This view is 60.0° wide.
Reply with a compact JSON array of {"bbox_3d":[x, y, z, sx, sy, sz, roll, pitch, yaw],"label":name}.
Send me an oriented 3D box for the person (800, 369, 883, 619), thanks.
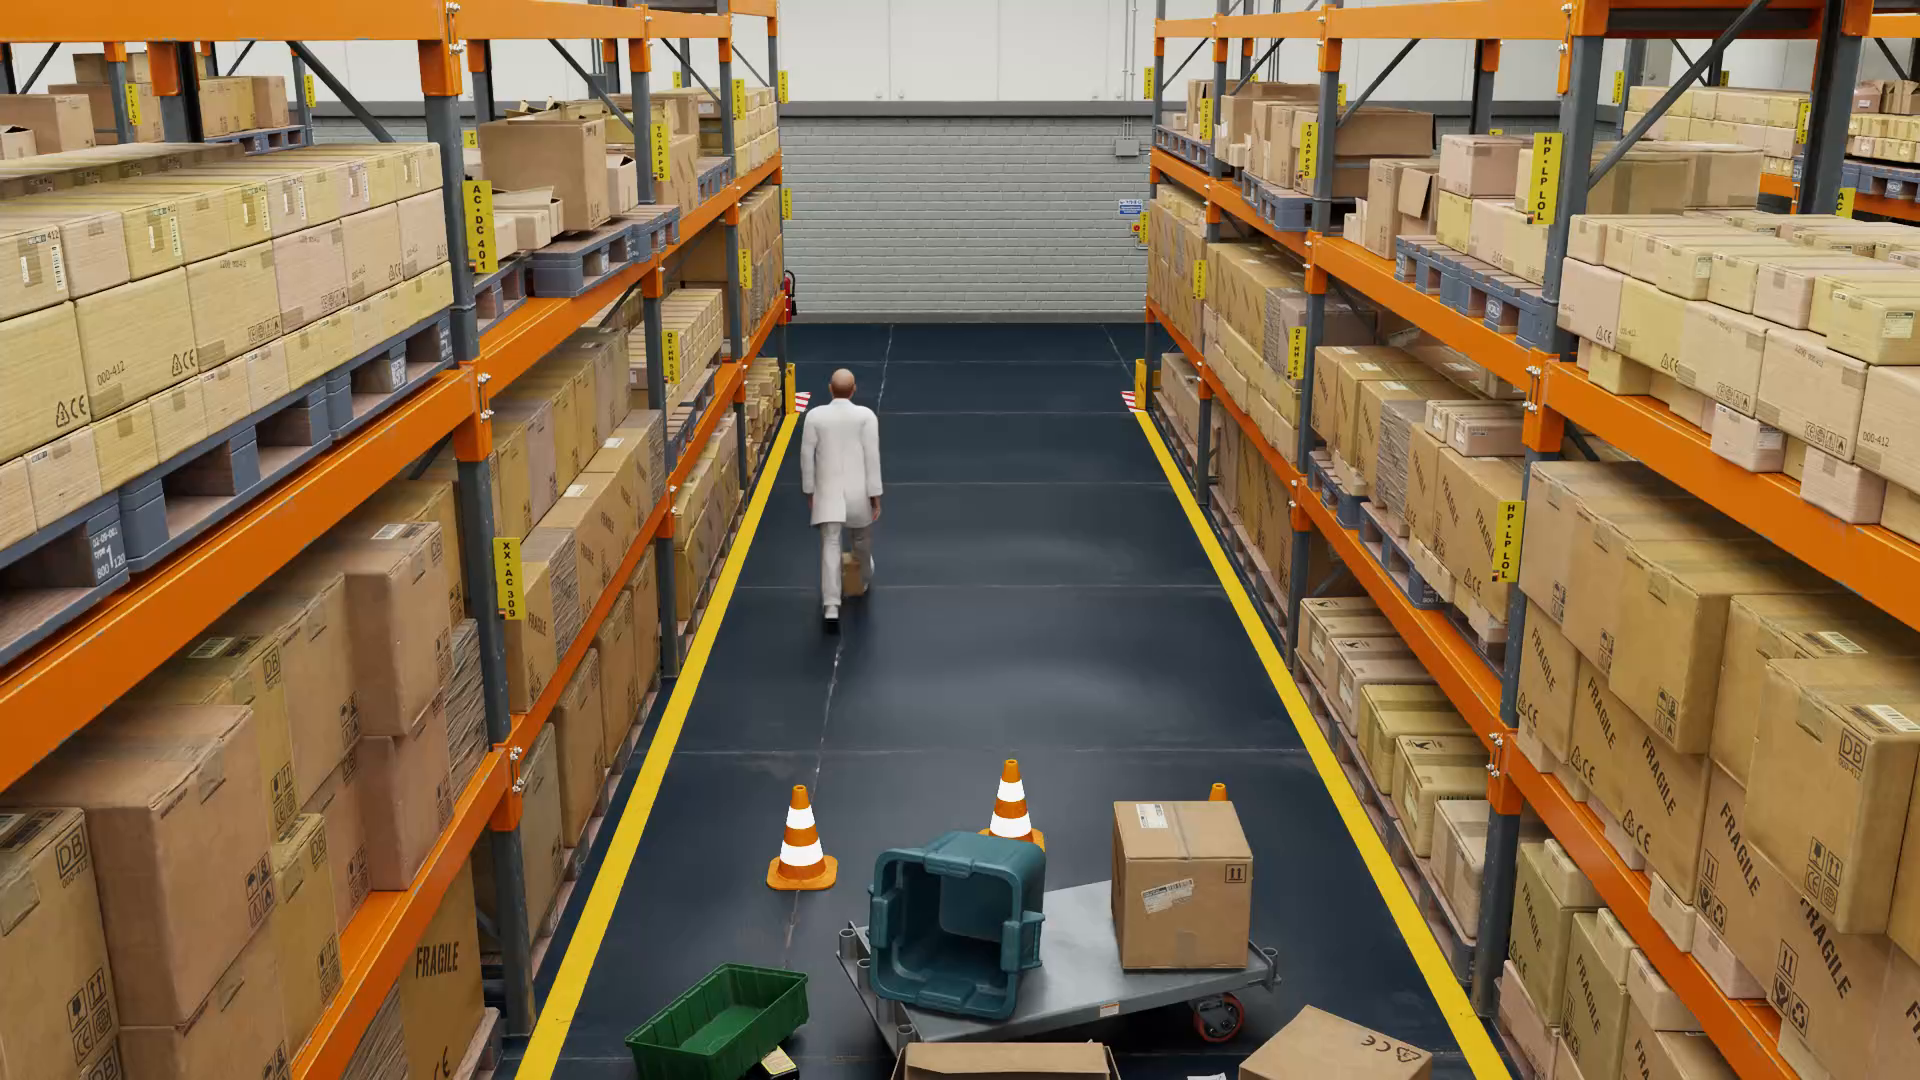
[{"bbox_3d":[-0.838,-0.349,11.809,0.586,1.718,1.216,-1,17,-2],"label":"person"}]
